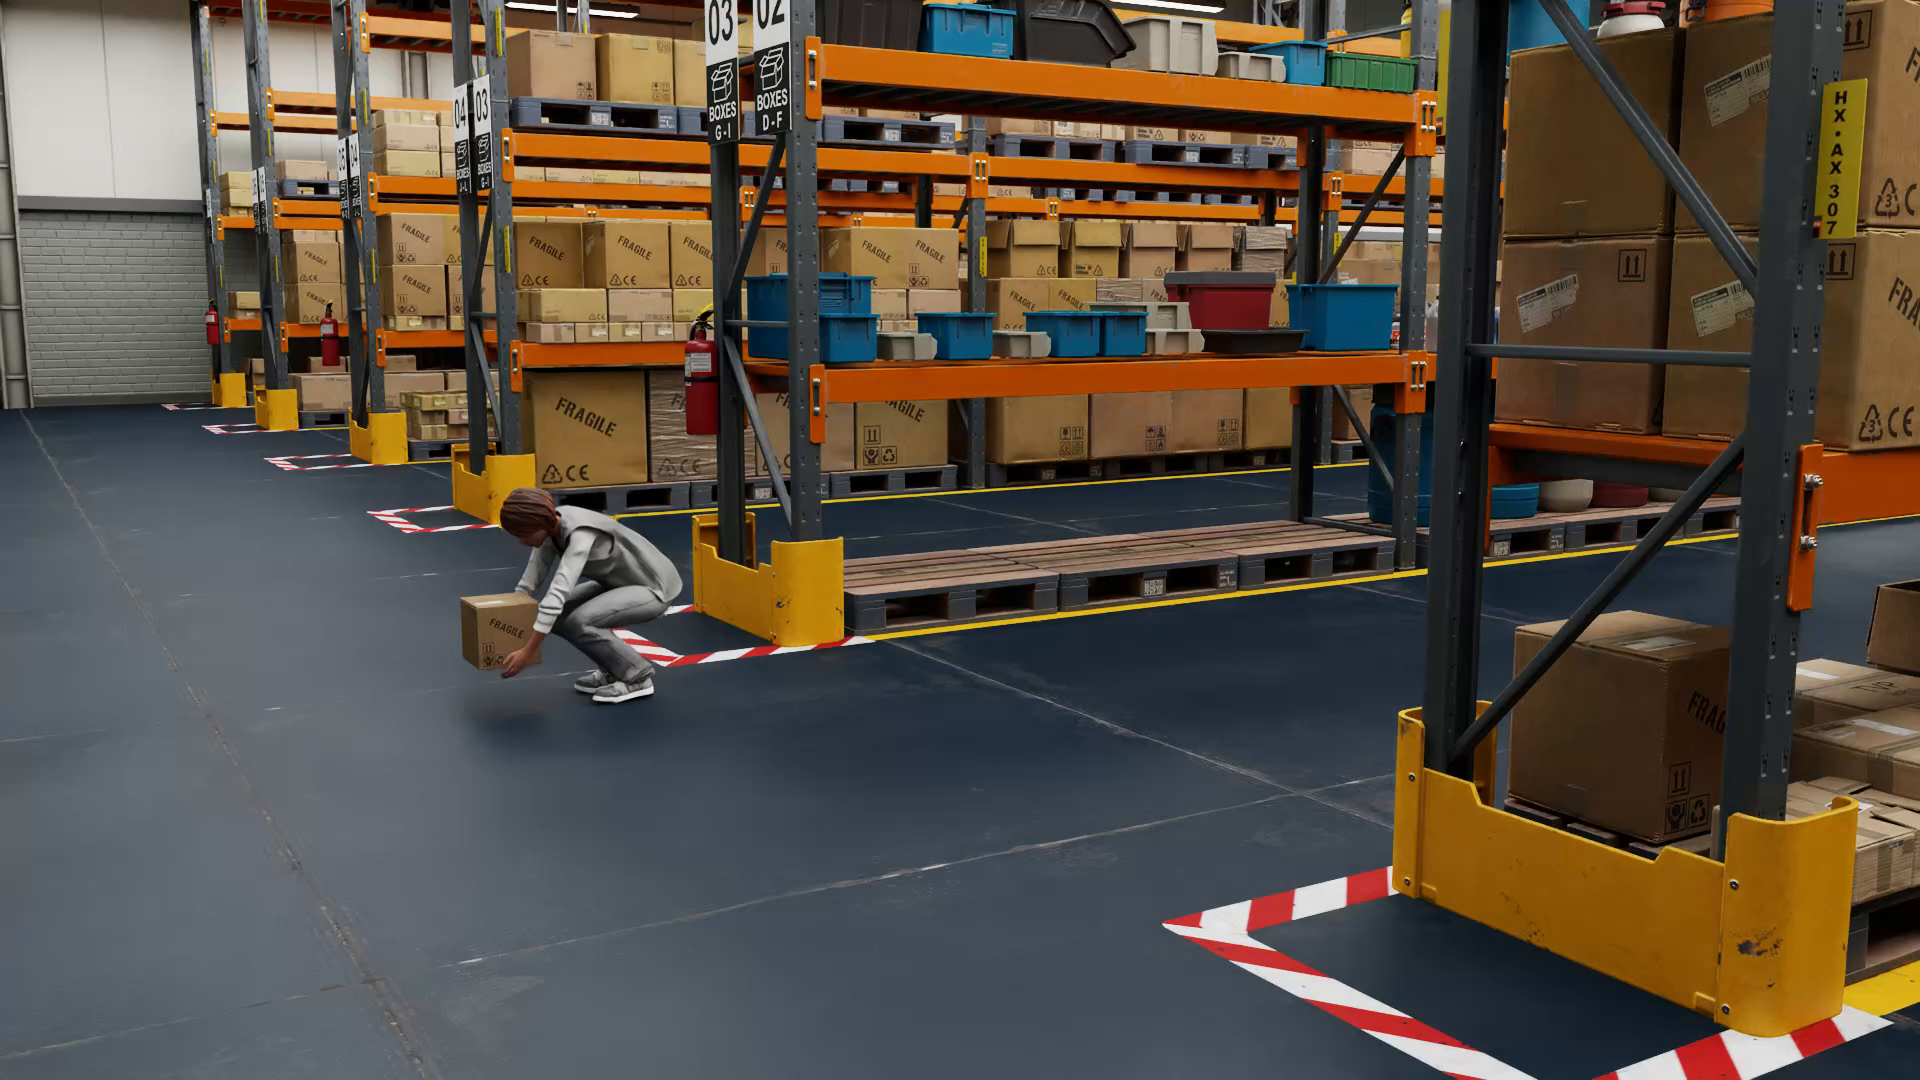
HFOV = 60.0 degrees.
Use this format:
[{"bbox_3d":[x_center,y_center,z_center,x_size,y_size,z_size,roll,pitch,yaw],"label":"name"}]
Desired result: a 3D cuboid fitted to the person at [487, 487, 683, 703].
[{"bbox_3d":[-1.528,0.215,6.812,0.812,0.901,0.448,-5,10,-31],"label":"person"}]
